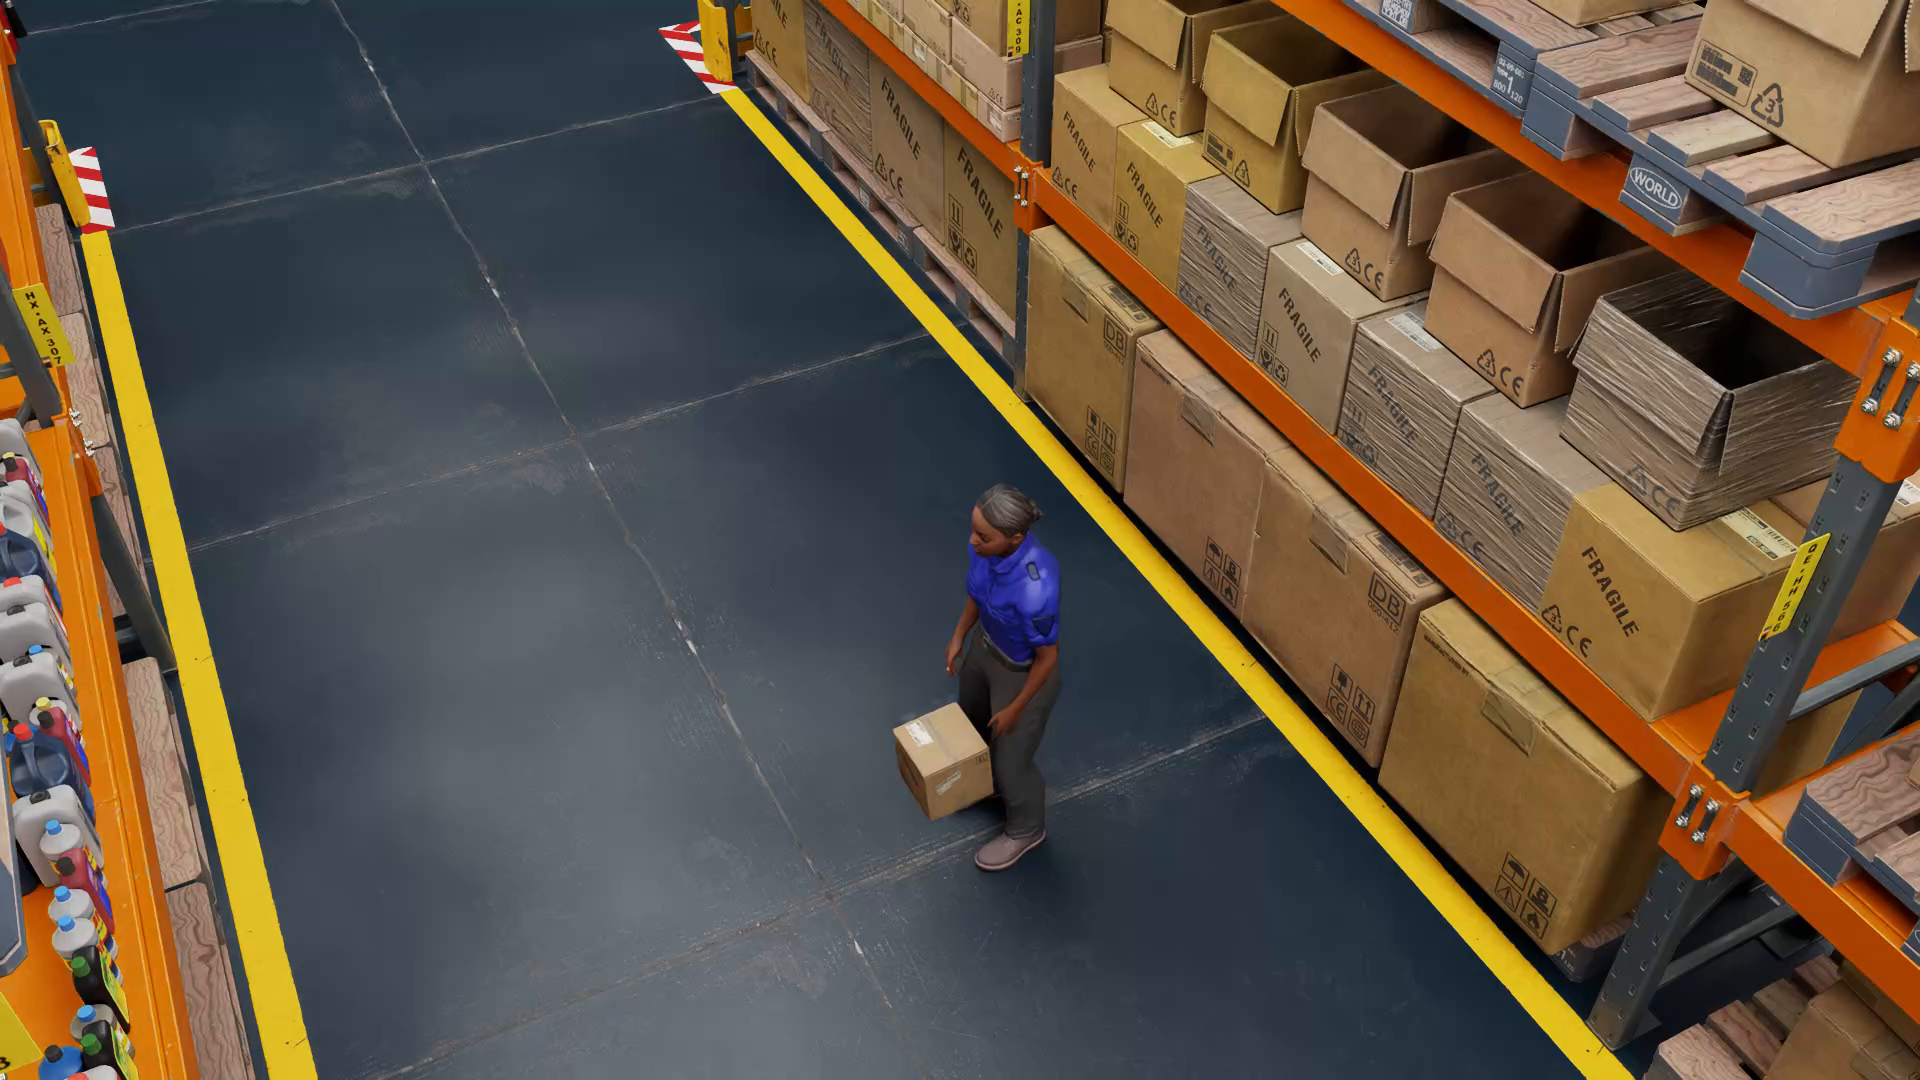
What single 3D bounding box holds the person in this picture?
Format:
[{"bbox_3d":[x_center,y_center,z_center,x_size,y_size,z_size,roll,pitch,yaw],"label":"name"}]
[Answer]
[{"bbox_3d":[0.147,0.443,5.658,0.345,1.659,0.494,-19,45,-20],"label":"person"}]
